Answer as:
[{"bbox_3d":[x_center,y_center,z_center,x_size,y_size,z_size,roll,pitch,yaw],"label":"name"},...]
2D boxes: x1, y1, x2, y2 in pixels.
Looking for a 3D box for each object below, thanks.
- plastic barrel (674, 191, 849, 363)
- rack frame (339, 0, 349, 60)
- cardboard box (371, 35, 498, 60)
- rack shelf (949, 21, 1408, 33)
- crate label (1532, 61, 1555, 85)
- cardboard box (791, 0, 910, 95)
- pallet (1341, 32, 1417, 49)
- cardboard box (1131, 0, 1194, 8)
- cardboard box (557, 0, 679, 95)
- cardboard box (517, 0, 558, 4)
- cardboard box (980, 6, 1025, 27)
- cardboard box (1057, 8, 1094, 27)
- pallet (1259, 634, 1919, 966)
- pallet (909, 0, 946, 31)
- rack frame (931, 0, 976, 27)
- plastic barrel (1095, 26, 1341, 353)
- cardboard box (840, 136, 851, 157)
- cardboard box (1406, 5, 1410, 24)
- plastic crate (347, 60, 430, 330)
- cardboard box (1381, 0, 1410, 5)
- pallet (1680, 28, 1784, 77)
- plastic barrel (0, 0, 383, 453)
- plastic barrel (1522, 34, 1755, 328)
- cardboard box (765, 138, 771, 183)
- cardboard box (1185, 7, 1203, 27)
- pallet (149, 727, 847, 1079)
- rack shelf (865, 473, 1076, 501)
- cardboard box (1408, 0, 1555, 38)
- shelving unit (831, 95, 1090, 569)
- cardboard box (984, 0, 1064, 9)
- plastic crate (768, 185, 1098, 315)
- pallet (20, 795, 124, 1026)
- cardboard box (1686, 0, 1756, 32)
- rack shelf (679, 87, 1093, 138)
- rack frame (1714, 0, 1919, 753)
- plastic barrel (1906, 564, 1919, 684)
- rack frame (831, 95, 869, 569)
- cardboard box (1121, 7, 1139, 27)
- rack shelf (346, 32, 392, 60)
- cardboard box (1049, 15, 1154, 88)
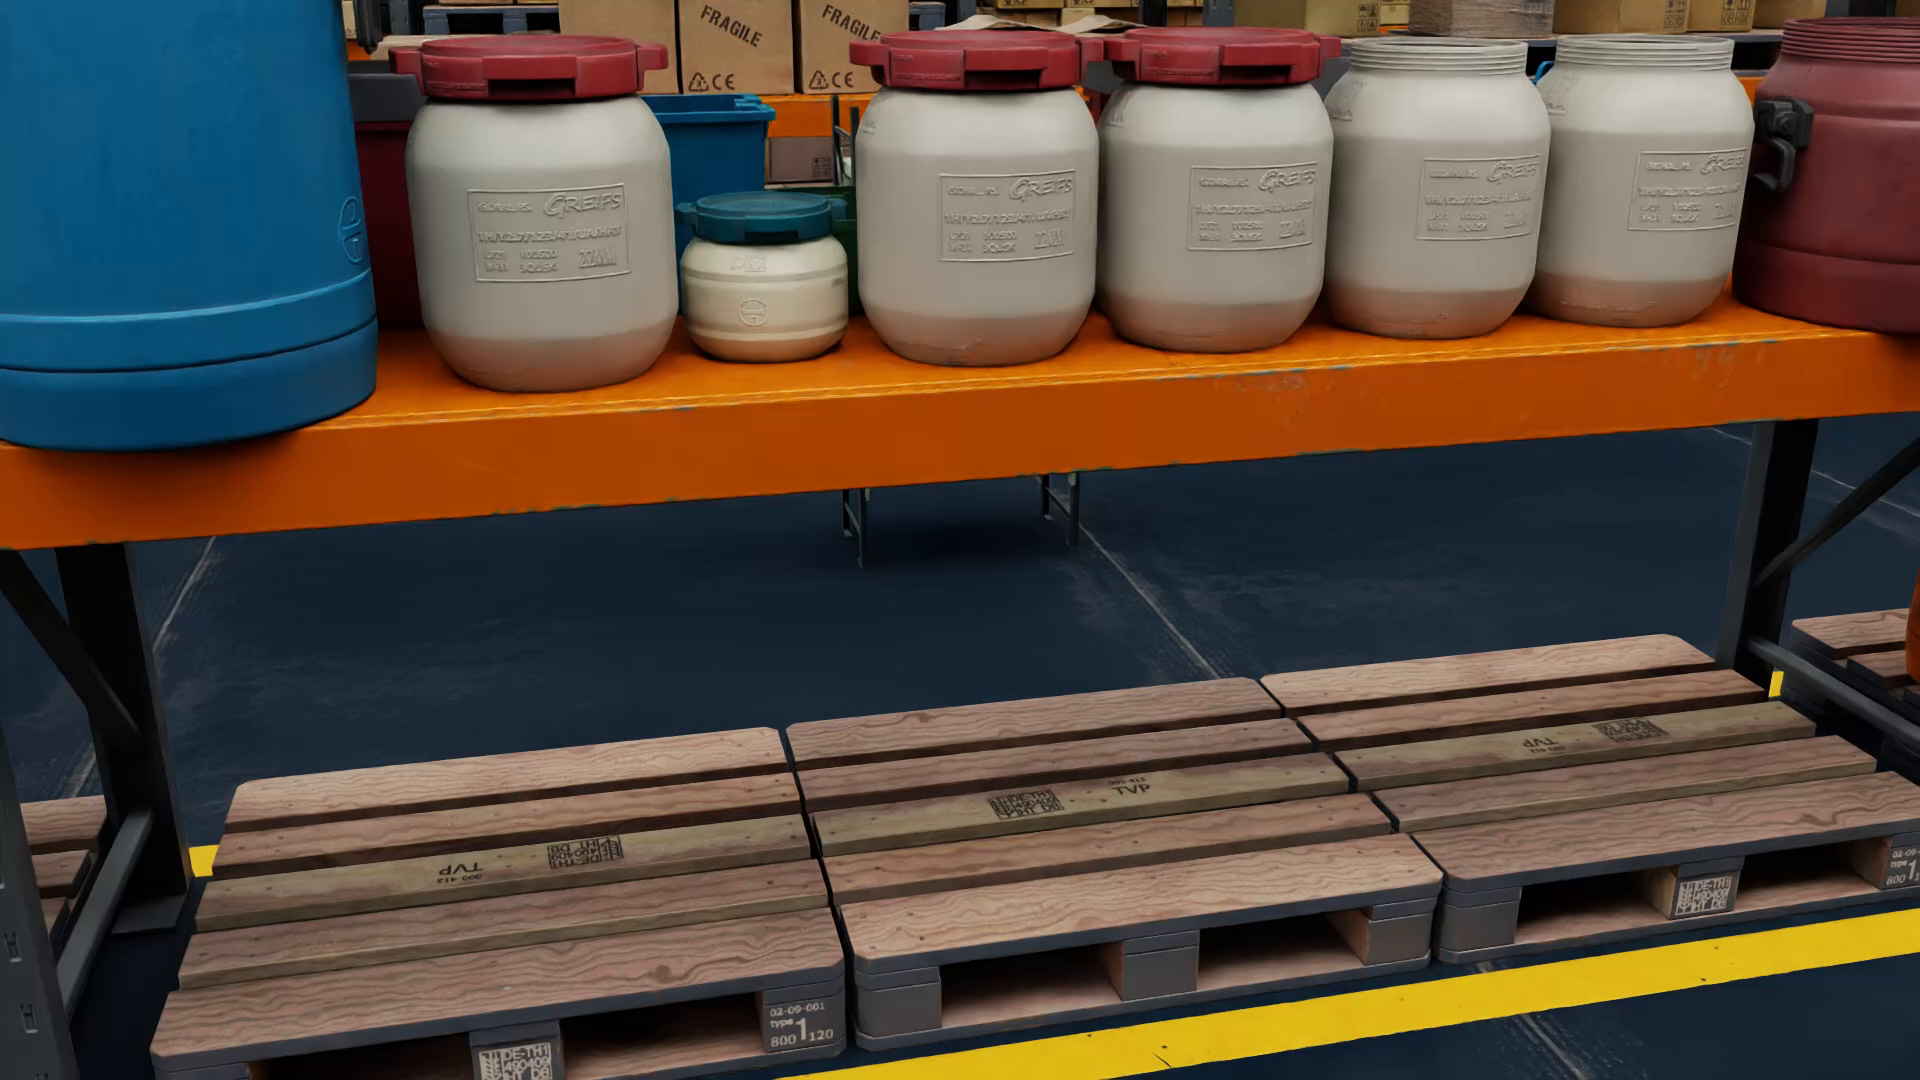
[{"bbox_3d":[-0.343,-0.465,2.923,0.301,0.262,0.301,0,20,0],"label":"plastic barrel"},{"bbox_3d":[-2.802,-2.135,7.281,0.127,3.000,1.000,-5,21,-12],"label":"rack frame"},{"bbox_3d":[-2.333,-2.118,7.453,0.500,0.250,0.500,-3,20,-9],"label":"cardboard box"},{"bbox_3d":[1.893,-3.929,13.227,4.000,0.370,1.077,-5,21,-12],"label":"rack shelf"},{"bbox_3d":[1.197,-0.821,3.644,0.616,0.435,0.502,-5,21,-12],"label":"crate label"},{"bbox_3d":[-0.539,-2.360,7.750,0.500,0.500,0.500,-6,21,-15],"label":"cardboard box"},{"bbox_3d":[1.734,-2.438,8.389,1.003,0.211,1.213,-5,21,-12],"label":"pallet"},{"bbox_3d":[1.473,-4.335,12.681,0.500,0.500,0.500,-5,21,-13],"label":"cardboard box"},{"bbox_3d":[-1.539,-2.278,7.528,0.500,0.500,0.500,-3,20,-9],"label":"cardboard box"},{"bbox_3d":[-2.897,-4.117,11.907,0.500,0.500,0.700,-3,20,-7],"label":"cardboard box"},{"bbox_3d":[0.320,-3.949,12.570,0.250,0.149,0.380,-5,21,-13],"label":"cardboard box"},{"bbox_3d":[0.846,-3.959,12.597,0.250,0.149,0.380,-4,20,-11],"label":"cardboard box"},{"bbox_3d":[1.464,0.565,3.966,1.213,0.211,1.003,-5,21,-12],"label":"pallet"},{"bbox_3d":[-0.722,-3.927,12.452,1.003,0.211,1.213,-5,21,-12],"label":"pallet"},{"bbox_3d":[-0.053,-4.109,12.671,0.127,3.000,1.000,-5,21,-12],"label":"rack frame"},{"bbox_3d":[0.450,-0.635,2.989,0.433,0.535,0.433,0,20,0],"label":"plastic barrel"},{"bbox_3d":[-0.742,-3.067,12.822,0.500,0.500,0.700,-4,21,-12],"label":"cardboard box"},{"bbox_3d":[3.576,-4.195,13.243,0.250,0.149,0.380,-4,21,-12],"label":"cardboard box"},{"bbox_3d":[-1.265,-0.647,3.127,0.583,0.464,0.402,-5,21,-12],"label":"plastic crate"},{"bbox_3d":[3.448,-4.501,13.133,0.500,0.500,0.500,-5,21,-13],"label":"cardboard box"},{"bbox_3d":[4.180,-2.651,8.969,1.213,0.211,1.003,-5,21,-12],"label":"pallet"},{"bbox_3d":[-1.221,-0.641,2.474,0.708,0.901,0.600,-5,21,-12],"label":"plastic barrel"},{"bbox_3d":[1.274,-0.692,3.181,0.421,0.512,0.421,0,20,0],"label":"plastic barrel"},{"bbox_3d":[-1.747,-3.017,12.684,0.500,0.500,0.700,-5,21,-13],"label":"cardboard box"},{"bbox_3d":[1.811,-4.074,12.911,0.250,0.149,0.380,-5,21,-12],"label":"cardboard box"},{"bbox_3d":[-0.911,0.758,3.438,1.213,0.211,1.003,-5,21,-12],"label":"pallet"},{"bbox_3d":[-0.006,-0.398,5.667,0.720,0.370,0.431,-5,21,-12],"label":"rack shelf"},{"bbox_3d":[2.611,-2.791,8.318,0.500,0.500,0.700,-1,20,-2],"label":"cardboard box"},{"bbox_3d":[-0.006,-0.704,5.555,0.755,1.500,0.431,-5,21,-12],"label":"shelving unit"},{"bbox_3d":[0.478,-4.258,12.470,0.500,0.500,0.500,-4,21,-11],"label":"cardboard box"},{"bbox_3d":[-0.036,-0.609,3.424,0.662,0.188,0.450,-5,21,-12],"label":"plastic crate"},{"bbox_3d":[-2.329,0.872,3.126,1.213,0.211,1.003,-5,21,-12],"label":"pallet"},{"bbox_3d":[3.816,-2.974,8.815,0.500,0.500,0.700,-1,20,-4],"label":"cardboard box"},{"bbox_3d":[-0.856,-1.955,7.837,4.000,0.370,1.077,-5,21,-12],"label":"rack shelf"},{"bbox_3d":[2.226,-0.793,3.618,0.127,3.000,1.000,-5,21,-12],"label":"rack frame"},{"bbox_3d":[2.699,-0.015,4.040,0.708,0.830,0.600,-5,21,-12],"label":"plastic barrel"},{"bbox_3d":[-0.363,-0.675,5.476,0.023,1.500,0.400,-5,21,-12],"label":"rack frame"},{"bbox_3d":[1.313,-4.043,12.828,0.250,0.149,0.380,-4,21,-11],"label":"cardboard box"},{"bbox_3d":[-5.892,-3.296,11.498,4.000,0.370,1.077,-5,21,-12],"label":"rack shelf"},{"bbox_3d":[0.726,-2.395,8.122,0.500,0.311,0.500,-3,20,-9],"label":"cardboard box"}]
